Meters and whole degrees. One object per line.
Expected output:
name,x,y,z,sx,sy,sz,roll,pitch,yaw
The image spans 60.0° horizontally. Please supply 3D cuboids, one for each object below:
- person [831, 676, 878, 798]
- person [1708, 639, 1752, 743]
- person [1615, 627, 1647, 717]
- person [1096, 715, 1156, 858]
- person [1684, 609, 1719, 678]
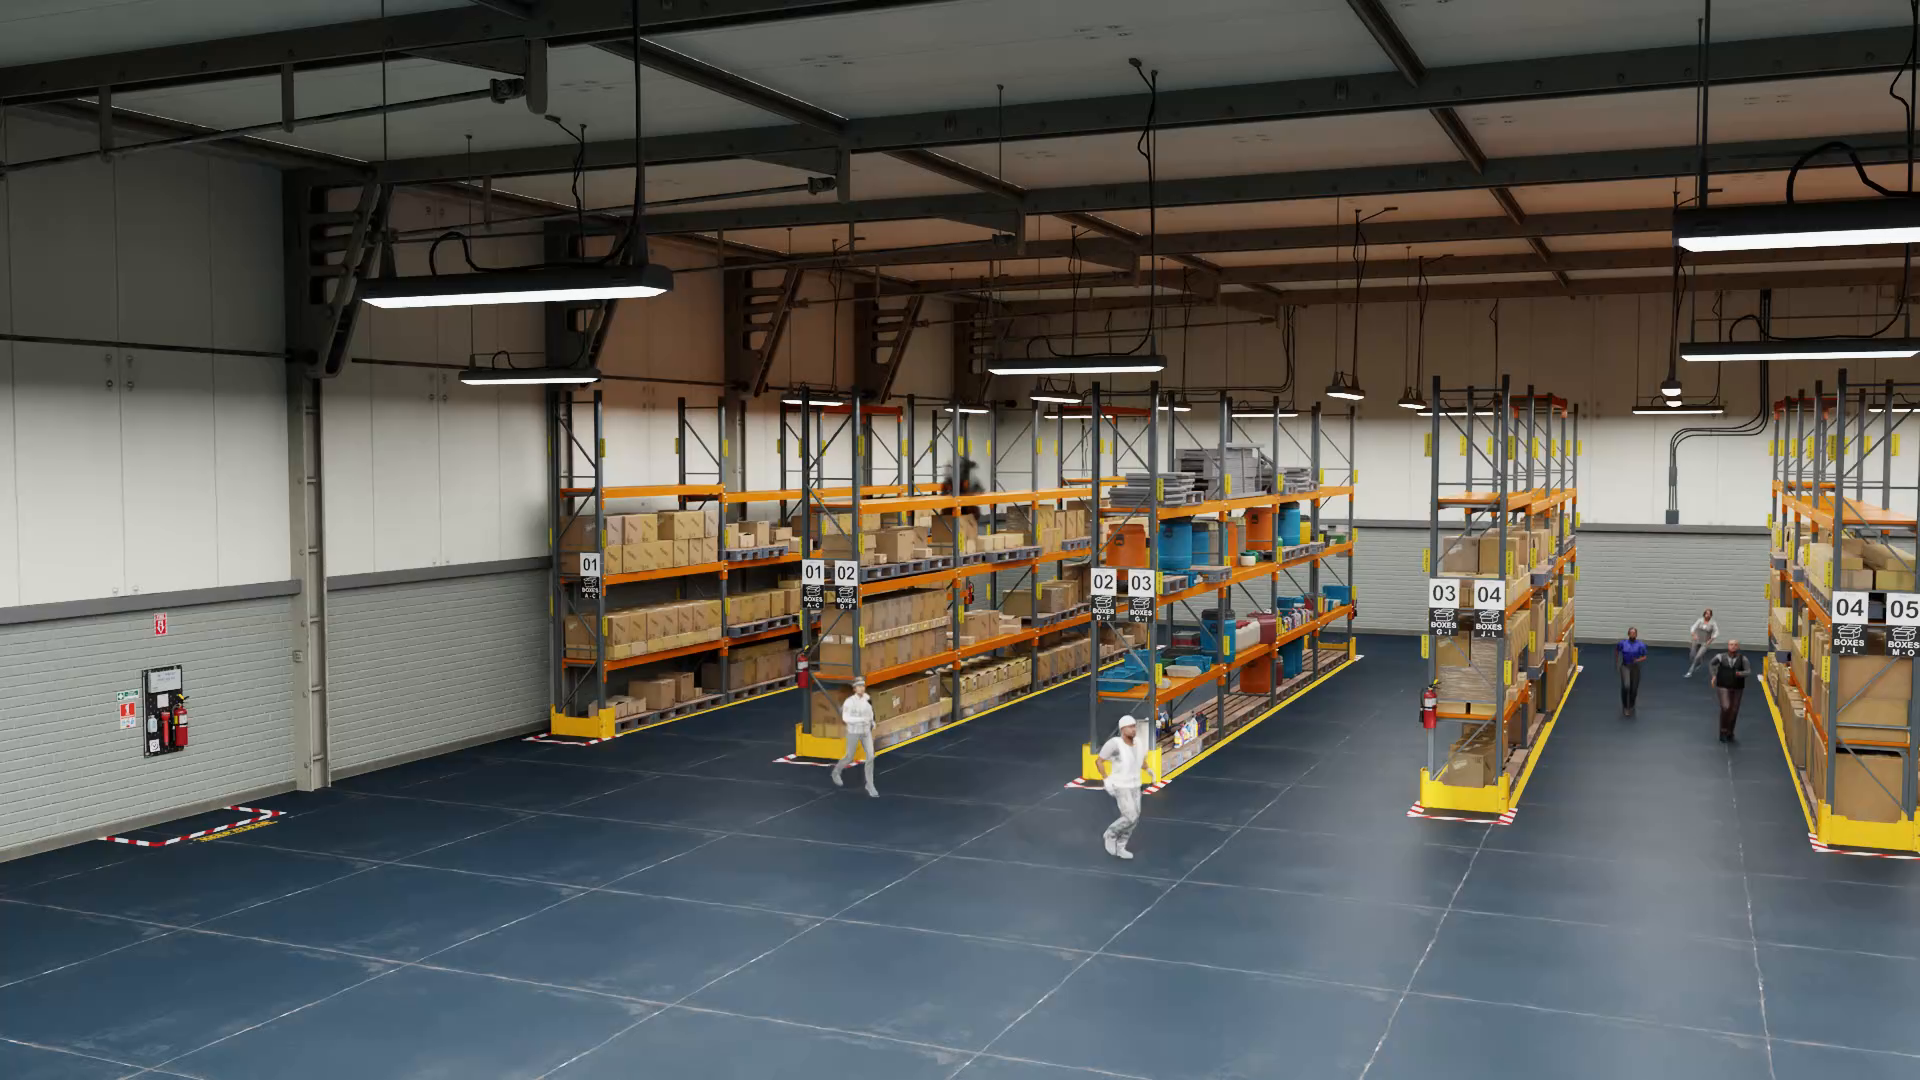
person,-1.493,2.822,24.136,0.620,1.732,0.913,-2,4,-35
person,13.162,2.577,28.405,0.637,1.761,0.699,1,3,15
person,12.528,2.467,31.066,0.535,1.689,0.785,1,3,17
person,2.059,3.006,20.242,0.690,1.744,0.581,-3,4,-42
person,16.216,2.252,36.263,0.618,1.510,0.621,3,4,38
